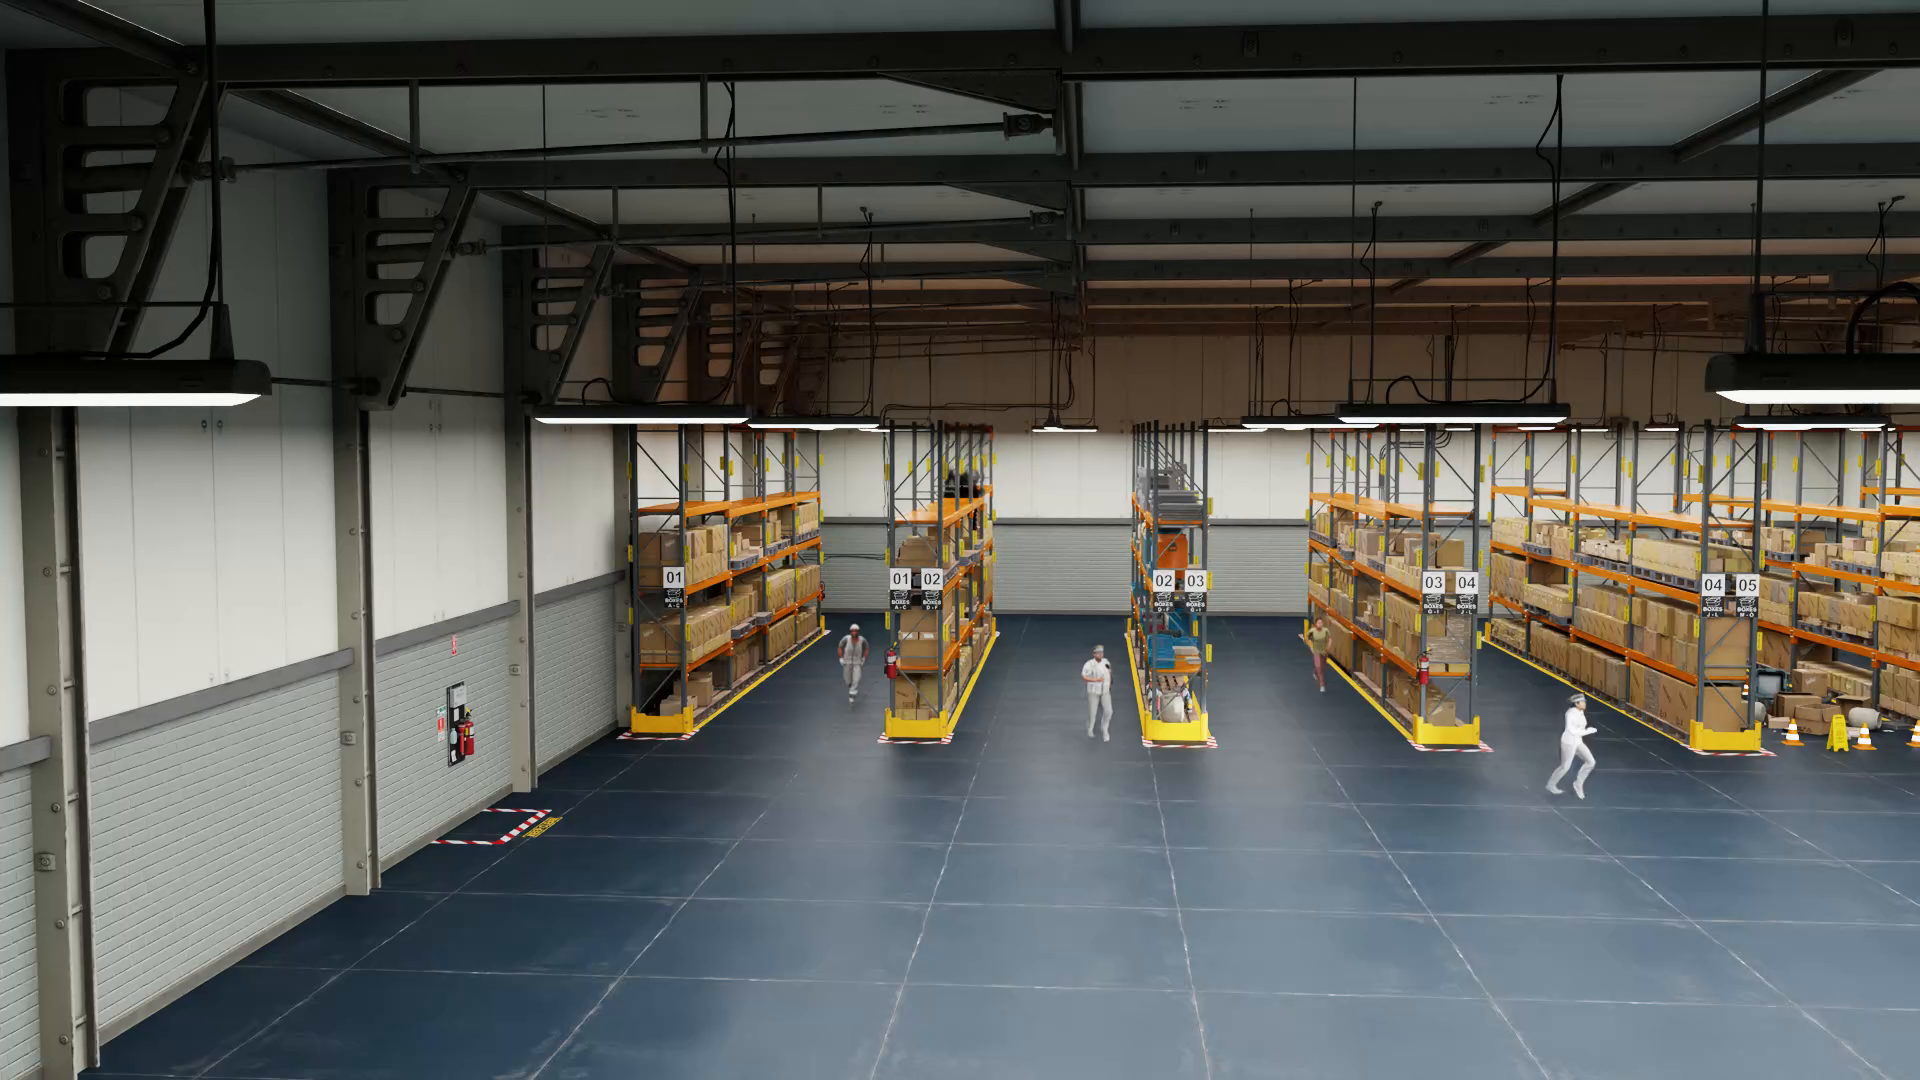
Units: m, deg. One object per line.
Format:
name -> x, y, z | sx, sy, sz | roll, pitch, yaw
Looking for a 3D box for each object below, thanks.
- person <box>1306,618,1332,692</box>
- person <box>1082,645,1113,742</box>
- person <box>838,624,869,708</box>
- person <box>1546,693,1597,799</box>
person -> 8.079, 2.554, 37.465 | 0.582, 1.661, 0.984 | 0, 4, 1
person -> 2.583, 2.873, 31.122 | 0.638, 1.841, 0.746 | -1, 4, -16
person -> -2.255, 2.639, 35.250 | 0.662, 1.759, 0.895 | 0, 4, -2
person -> 9.634, 3.223, 26.171 | 0.795, 1.687, 0.640 | 3, 5, 40
